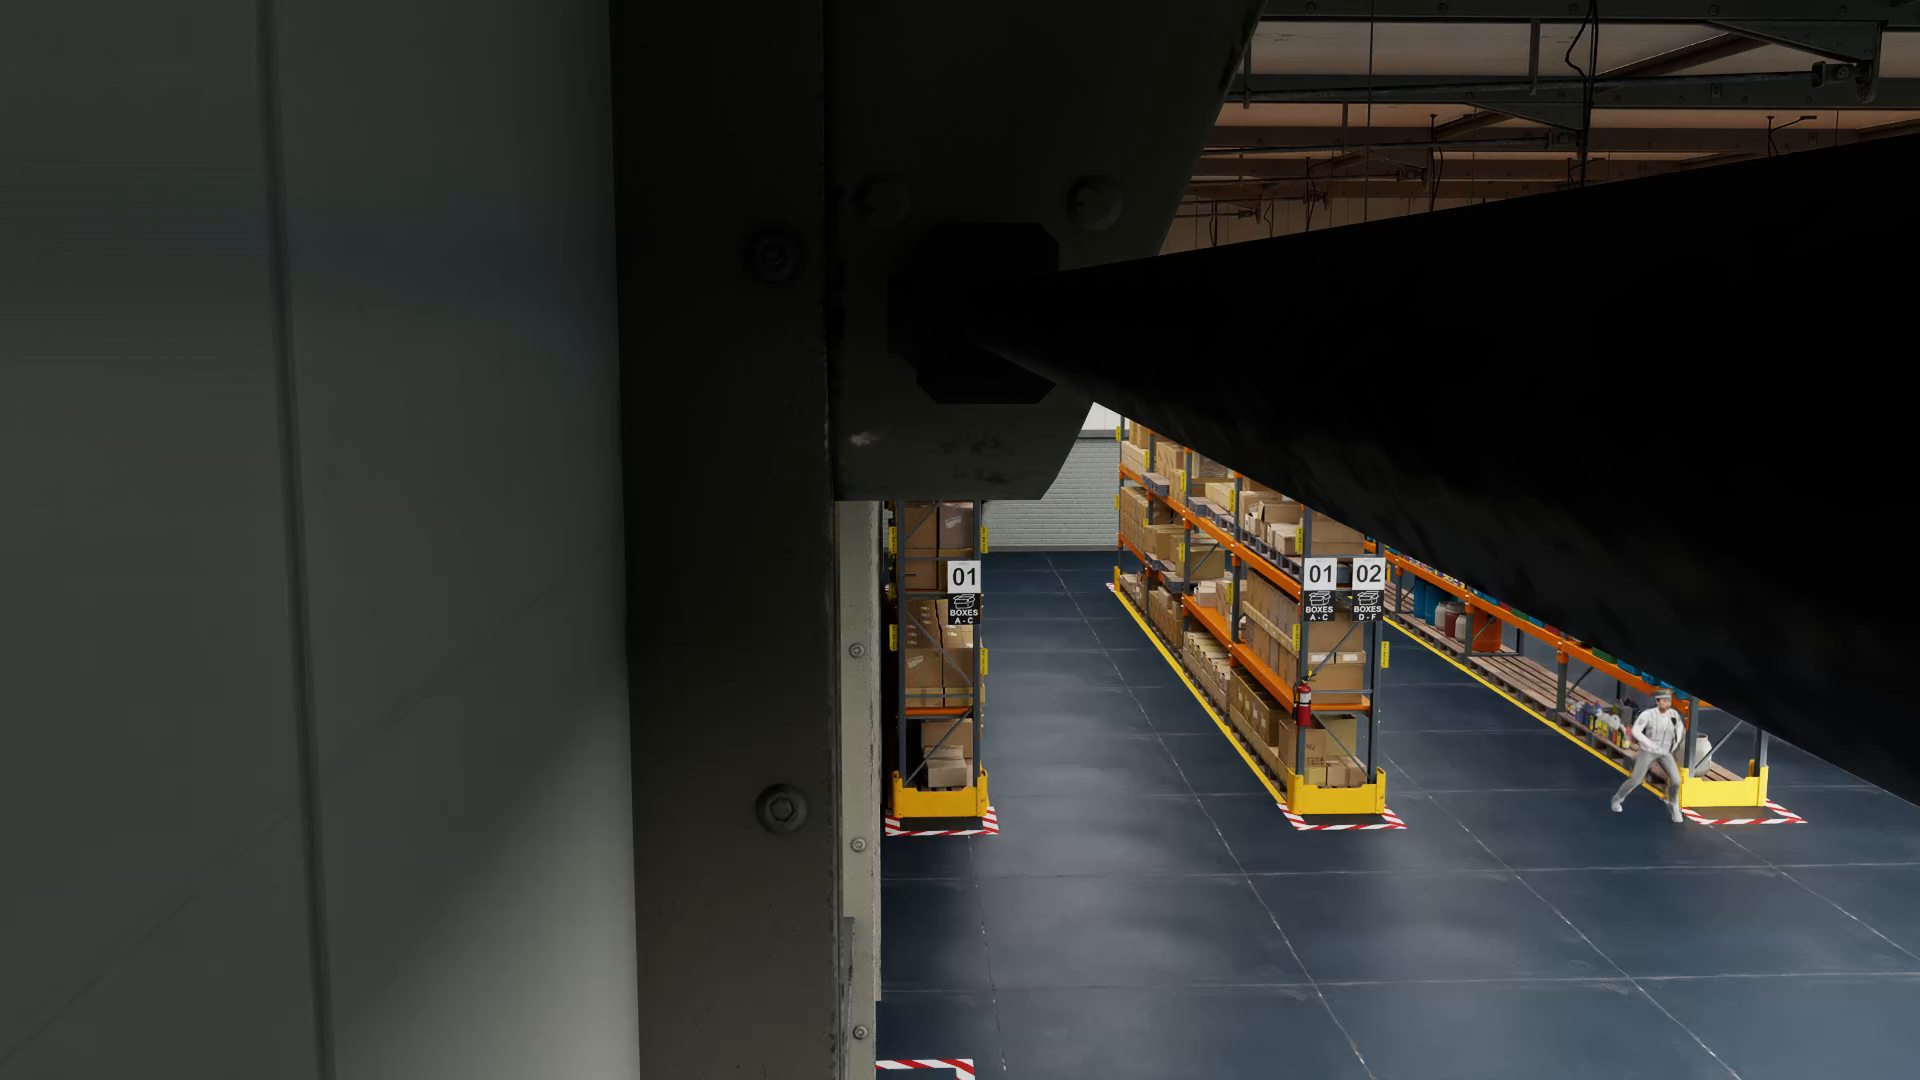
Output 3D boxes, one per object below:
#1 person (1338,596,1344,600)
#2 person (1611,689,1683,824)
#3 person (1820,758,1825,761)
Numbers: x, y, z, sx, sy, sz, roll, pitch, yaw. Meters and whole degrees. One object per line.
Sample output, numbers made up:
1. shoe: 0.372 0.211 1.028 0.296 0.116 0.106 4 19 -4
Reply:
1. person: 6.532 1.307 29.482 0.595 1.601 0.560 -2 8 -11
2. person: 8.503 2.610 20.386 0.811 1.664 0.682 -1 8 -6
3. person: 12.070 2.224 22.636 0.645 1.741 0.585 -2 9 -16
